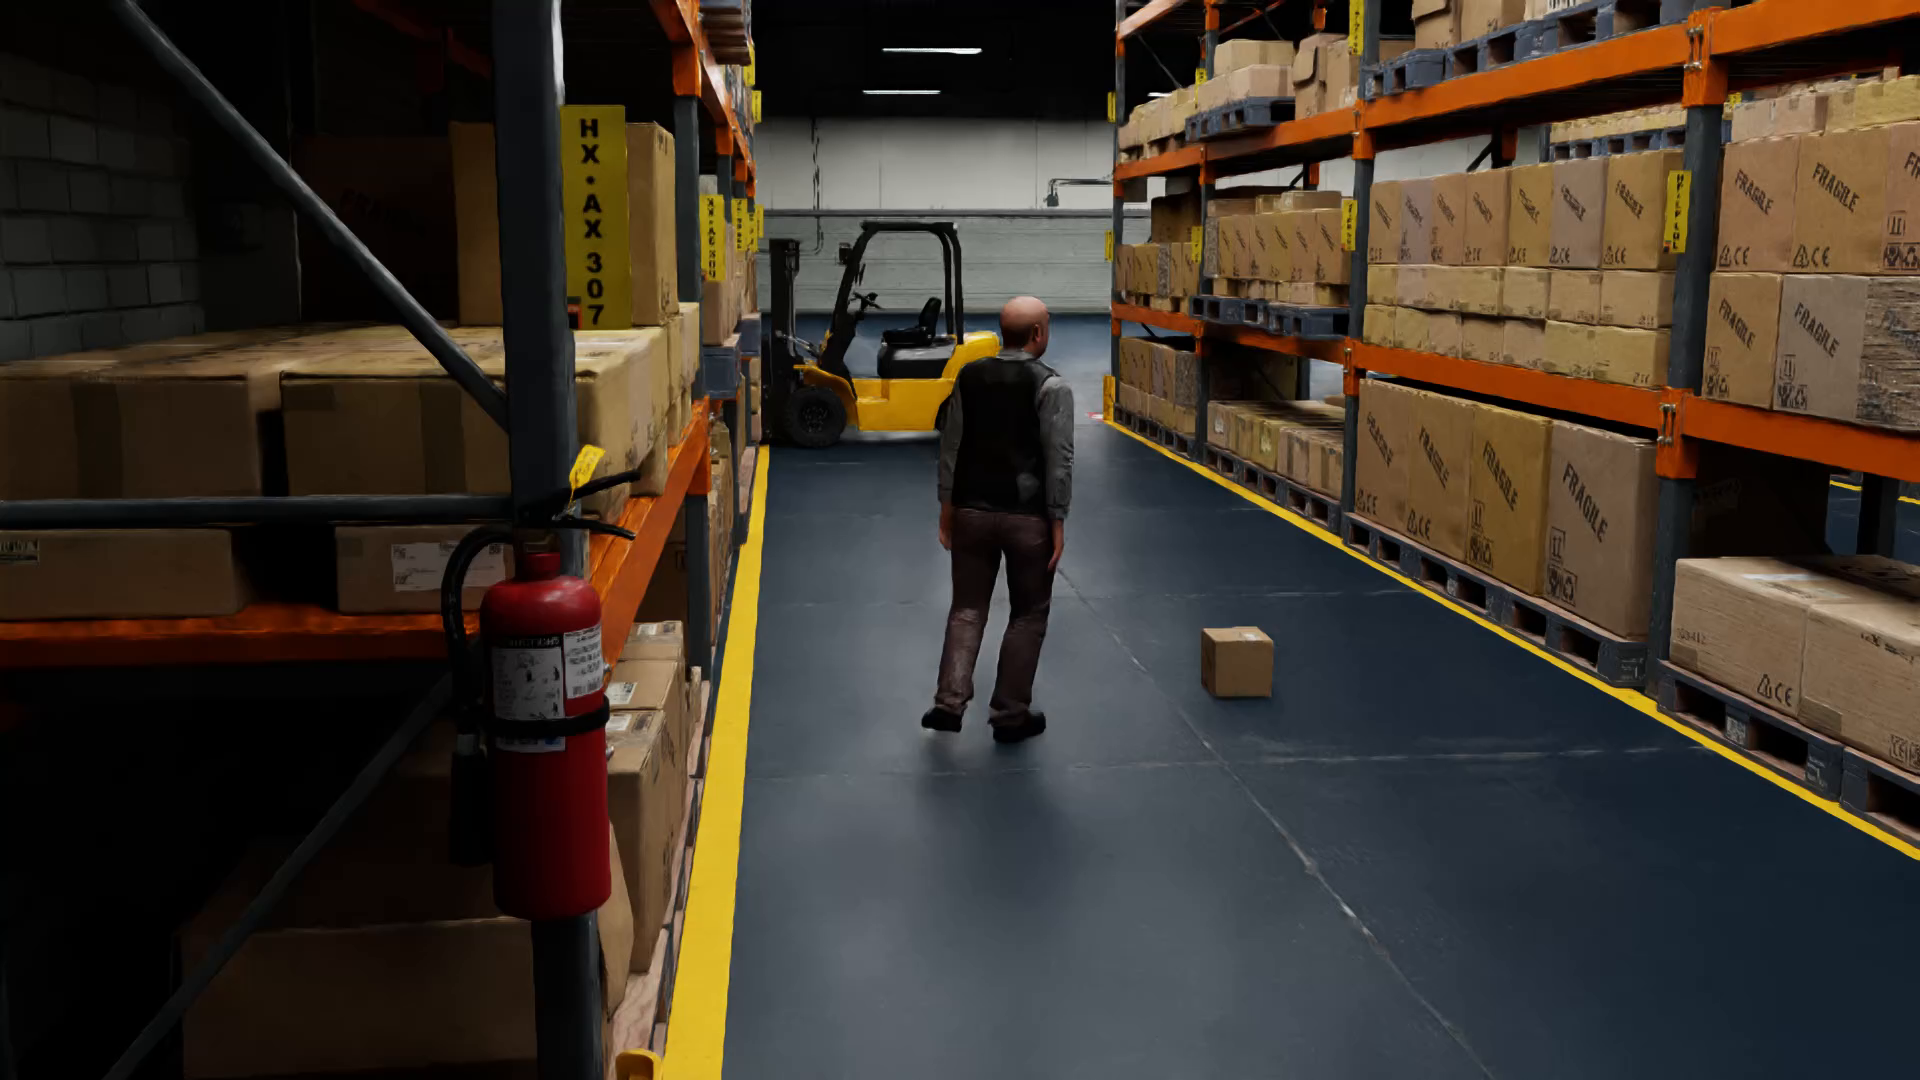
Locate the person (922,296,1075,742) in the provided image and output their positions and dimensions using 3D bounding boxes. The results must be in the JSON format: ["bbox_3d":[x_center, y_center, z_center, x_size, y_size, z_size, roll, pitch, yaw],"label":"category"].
[{"bbox_3d":[0.149,-0.065,6.350,0.569,1.712,0.543,5,11,26],"label":"person"}]
